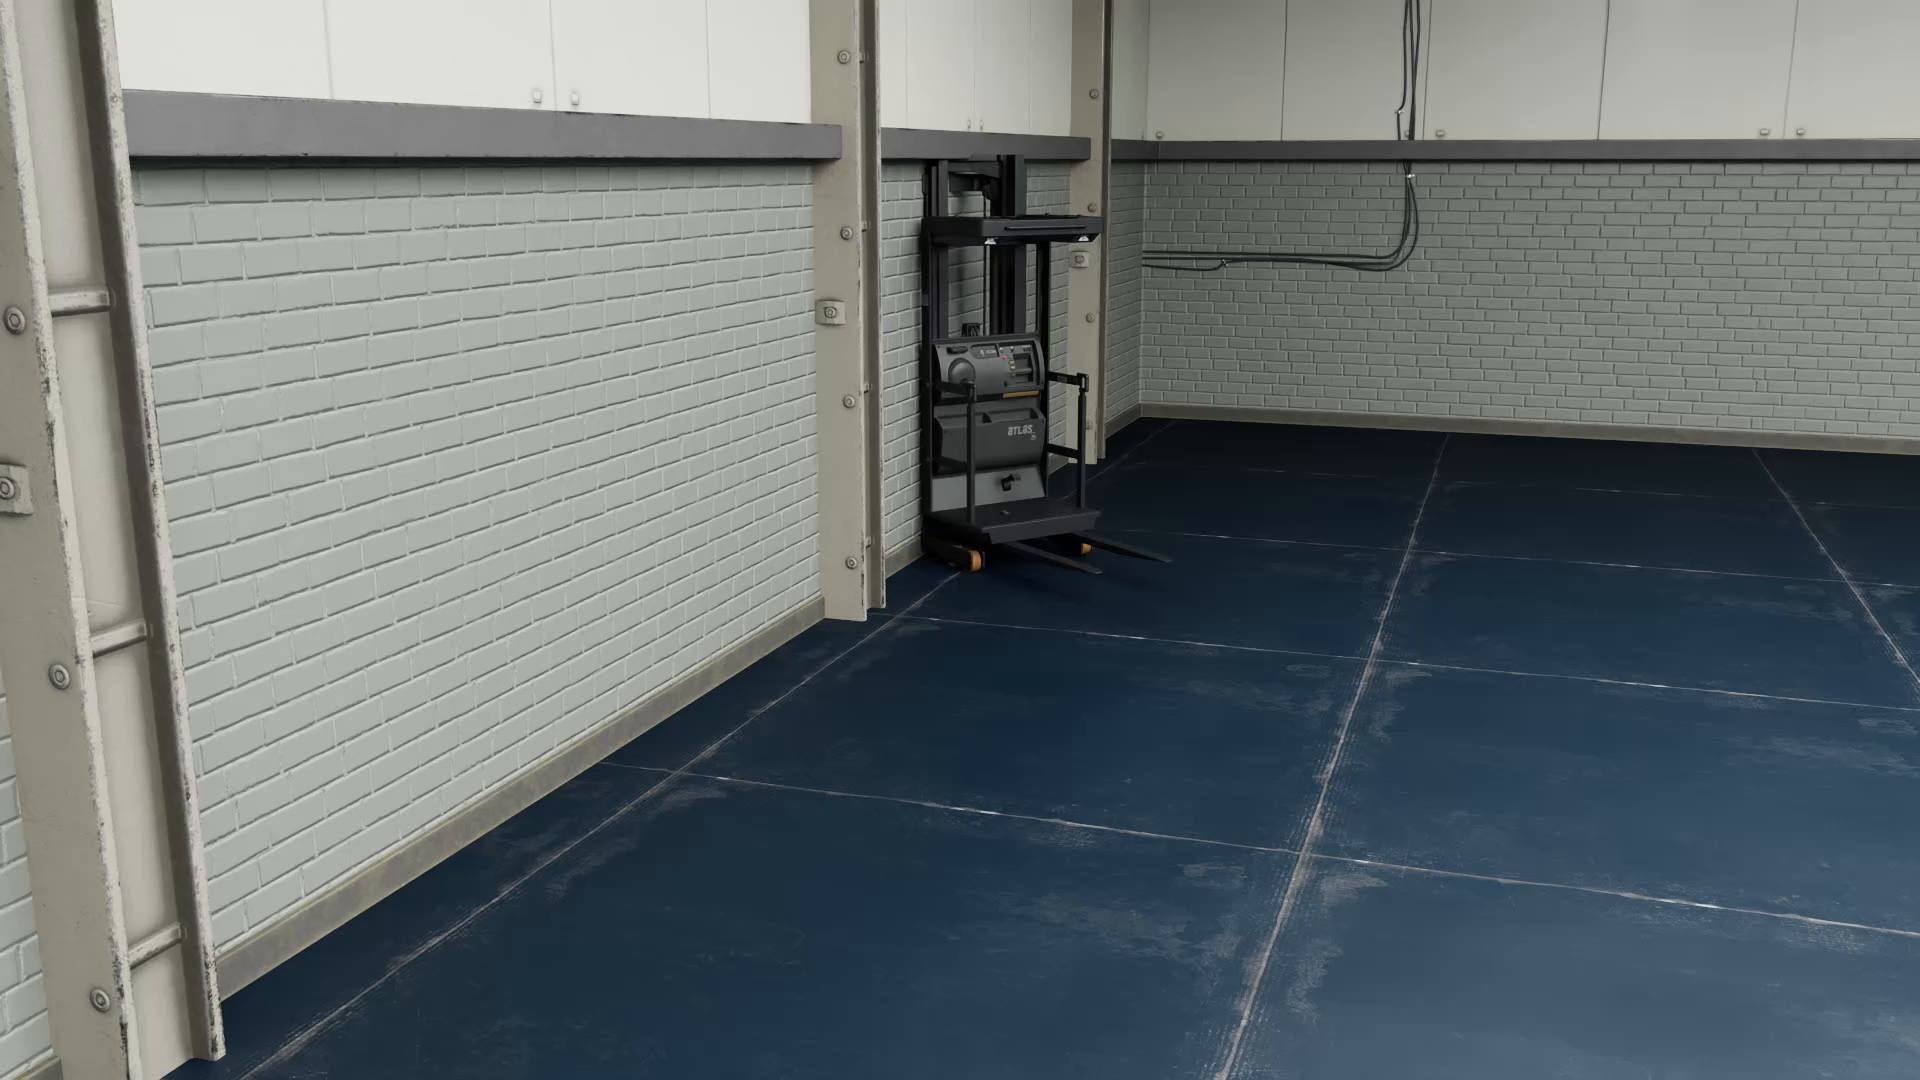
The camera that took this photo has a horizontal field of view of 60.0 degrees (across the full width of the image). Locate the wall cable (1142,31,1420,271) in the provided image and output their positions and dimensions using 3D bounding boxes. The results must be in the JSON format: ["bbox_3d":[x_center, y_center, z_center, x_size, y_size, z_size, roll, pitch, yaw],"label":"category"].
[{"bbox_3d":[3.444,-4.191,18.104,3.097,2.526,0.112,4,14,18],"label":"wall cable"}]

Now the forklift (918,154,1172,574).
[{"bbox_3d":[0.343,-1.313,12.155,1.130,2.935,3.031,-8,15,-32],"label":"forklift"}]

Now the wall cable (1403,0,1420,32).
[{"bbox_3d":[6.004,-6.458,16.689,3.097,2.526,0.112,4,14,18],"label":"wall cable"}]

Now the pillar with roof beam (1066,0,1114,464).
[{"bbox_3d":[5.313,-4.870,14.100,9.100,9.000,0.400,4,14,18],"label":"pillar with roof beam"}]

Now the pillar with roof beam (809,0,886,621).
[{"bbox_3d":[3.372,-3.606,8.565,9.100,9.000,0.400,4,14,18],"label":"pillar with roof beam"}]

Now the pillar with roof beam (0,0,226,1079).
[{"bbox_3d":[1.431,-2.343,3.030,9.100,9.000,0.400,4,14,18],"label":"pillar with roof beam"}]
